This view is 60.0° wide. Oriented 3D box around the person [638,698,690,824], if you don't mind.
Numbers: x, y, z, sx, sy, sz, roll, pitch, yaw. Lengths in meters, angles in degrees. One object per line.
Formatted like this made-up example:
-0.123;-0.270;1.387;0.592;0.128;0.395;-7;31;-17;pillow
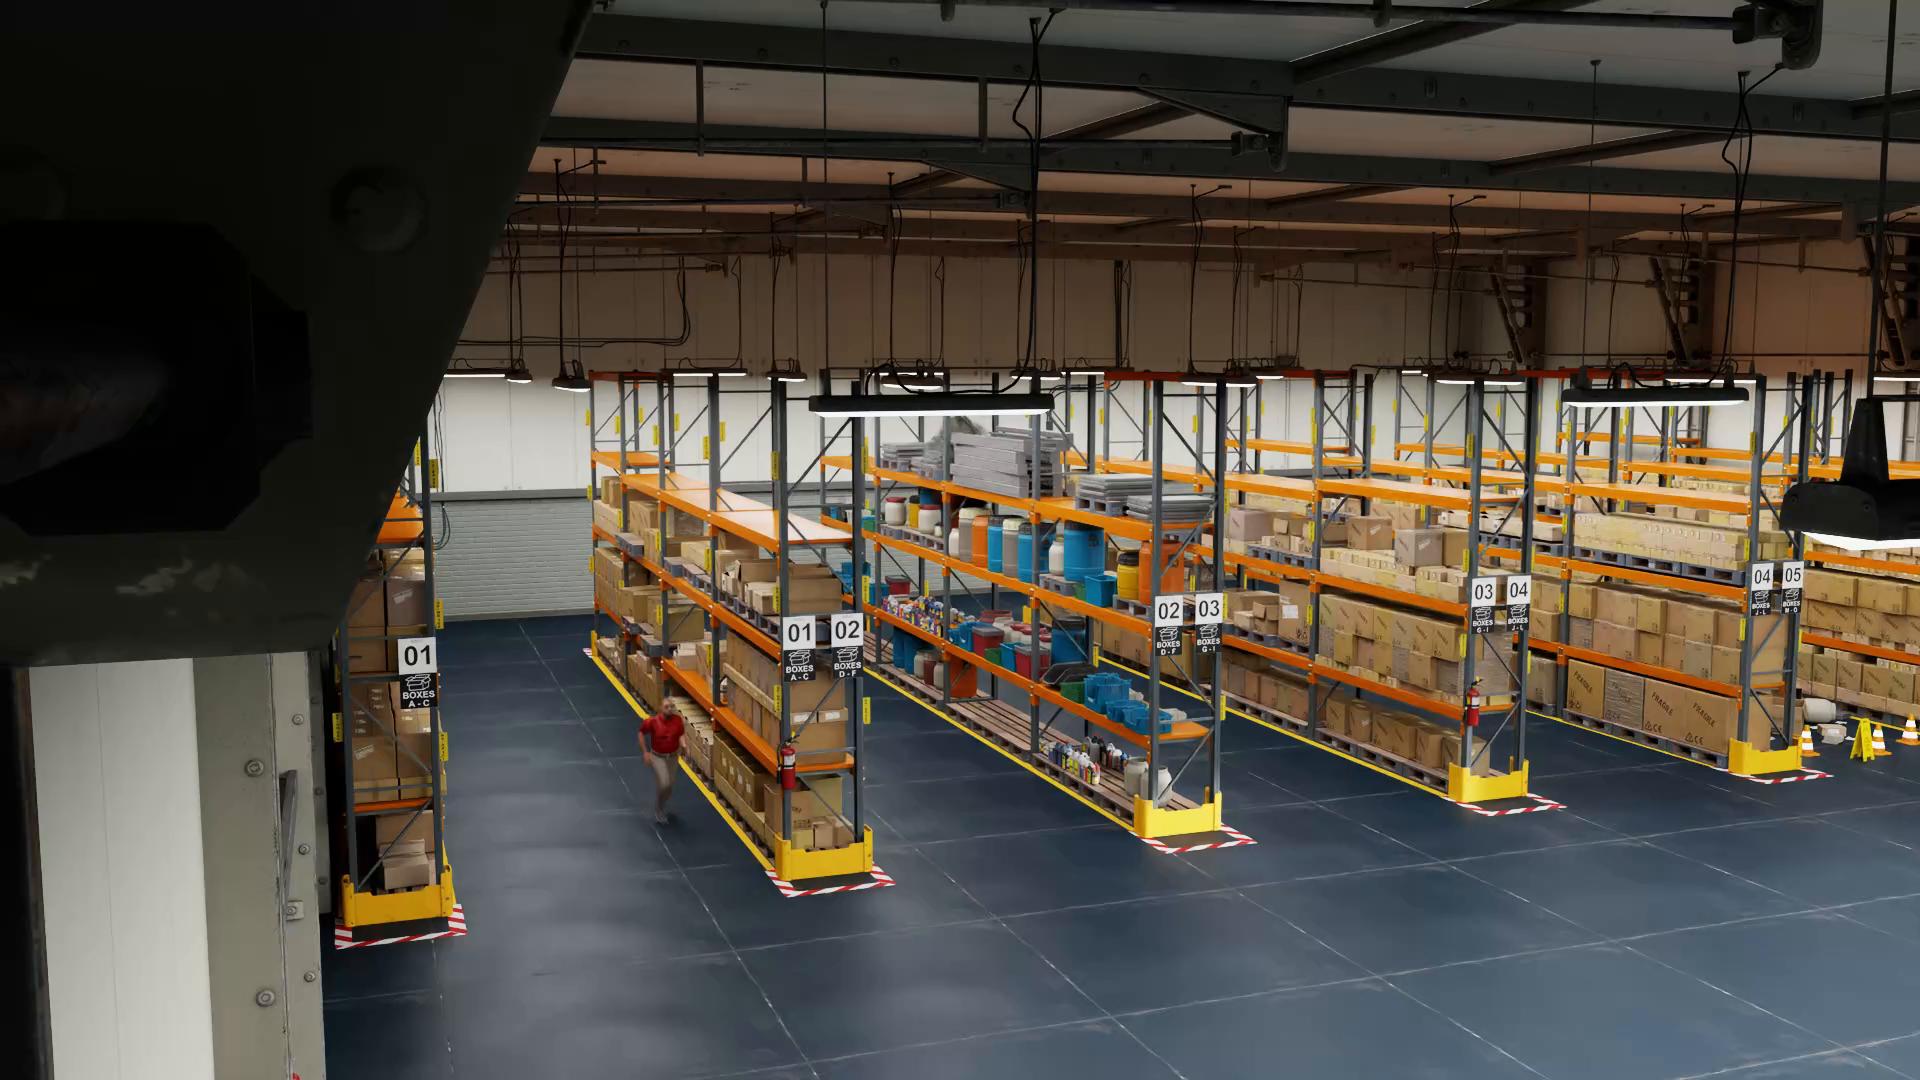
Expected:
-3.998;2.989;22.544;0.607;1.723;0.797;-5;8;-37;person
